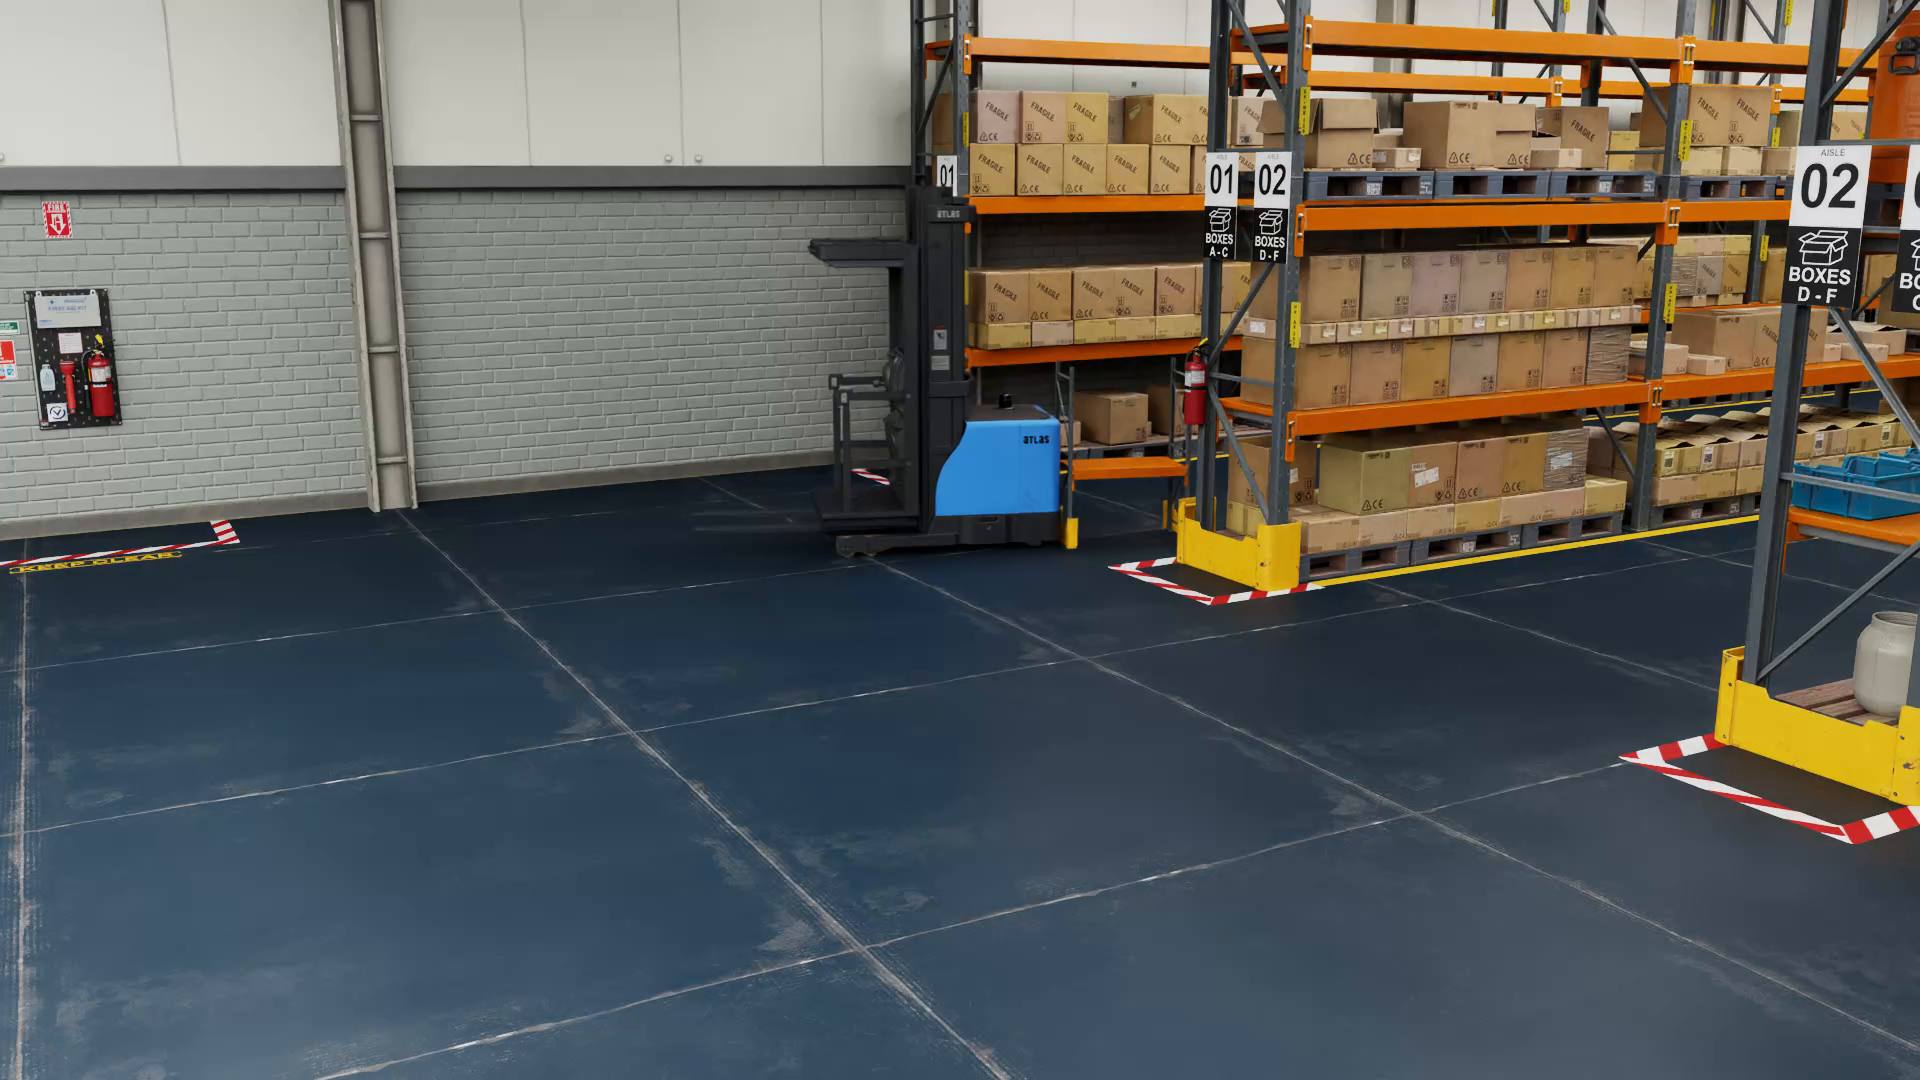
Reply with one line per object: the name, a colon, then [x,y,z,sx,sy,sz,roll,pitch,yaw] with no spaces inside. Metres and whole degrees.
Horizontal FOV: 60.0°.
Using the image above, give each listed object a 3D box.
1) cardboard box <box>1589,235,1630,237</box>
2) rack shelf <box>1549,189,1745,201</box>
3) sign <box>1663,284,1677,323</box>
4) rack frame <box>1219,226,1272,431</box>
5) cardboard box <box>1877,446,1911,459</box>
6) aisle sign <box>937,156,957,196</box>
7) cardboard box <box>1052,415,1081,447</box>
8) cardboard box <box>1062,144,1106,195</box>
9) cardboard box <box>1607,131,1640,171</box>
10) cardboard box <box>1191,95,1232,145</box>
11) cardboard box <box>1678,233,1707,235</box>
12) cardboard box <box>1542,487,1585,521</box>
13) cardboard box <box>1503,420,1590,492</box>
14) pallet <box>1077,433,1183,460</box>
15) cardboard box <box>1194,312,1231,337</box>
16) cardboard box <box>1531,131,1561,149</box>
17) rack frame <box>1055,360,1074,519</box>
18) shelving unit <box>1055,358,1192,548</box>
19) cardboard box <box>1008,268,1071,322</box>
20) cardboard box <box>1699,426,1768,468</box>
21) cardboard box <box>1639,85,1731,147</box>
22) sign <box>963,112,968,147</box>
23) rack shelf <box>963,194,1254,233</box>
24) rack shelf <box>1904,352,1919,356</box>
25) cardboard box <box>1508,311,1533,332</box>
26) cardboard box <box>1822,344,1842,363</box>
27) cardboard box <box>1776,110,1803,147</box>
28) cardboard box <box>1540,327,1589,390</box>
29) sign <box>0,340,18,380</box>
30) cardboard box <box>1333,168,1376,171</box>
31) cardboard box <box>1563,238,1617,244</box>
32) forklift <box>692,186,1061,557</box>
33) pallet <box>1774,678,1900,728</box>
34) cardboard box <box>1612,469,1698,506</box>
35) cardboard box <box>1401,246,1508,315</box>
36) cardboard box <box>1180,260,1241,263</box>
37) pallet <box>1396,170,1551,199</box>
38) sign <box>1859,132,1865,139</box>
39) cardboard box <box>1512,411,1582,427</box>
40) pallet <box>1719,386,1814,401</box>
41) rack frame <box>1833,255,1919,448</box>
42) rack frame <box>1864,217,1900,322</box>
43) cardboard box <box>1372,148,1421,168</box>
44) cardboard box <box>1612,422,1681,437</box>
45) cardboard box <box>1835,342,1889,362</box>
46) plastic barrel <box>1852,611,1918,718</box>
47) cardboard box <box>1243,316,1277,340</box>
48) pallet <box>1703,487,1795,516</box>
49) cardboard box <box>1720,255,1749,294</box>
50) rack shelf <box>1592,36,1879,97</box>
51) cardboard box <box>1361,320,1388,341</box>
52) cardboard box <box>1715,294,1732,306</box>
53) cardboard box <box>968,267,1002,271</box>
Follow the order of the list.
cardboard box: [8.443,-3.831,21.639,0.500,0.250,0.500,-7,15,-29]
rack shelf: [8.569,-4.325,21.303,4.000,0.370,1.077,-7,14,-28]
sign: [5.947,-1.982,13.931,0.005,0.325,0.100,-7,14,-28]
rack frame: [3.303,-2.582,18.749,0.127,3.000,1.000,-7,14,-28]
cardboard box: [8.846,-0.809,16.180,0.500,0.250,0.500,-6,14,-27]
aisle sign: [-0.127,-3.364,16.303,0.004,0.787,0.394,-7,14,-28]
cardboard box: [0.943,-1.179,17.639,0.500,0.311,0.500,-6,14,-23]
cardboard box: [1.148,-3.775,16.946,0.500,0.500,0.500,-6,14,-25]
cardboard box: [8.144,-4.913,21.046,0.500,0.500,0.700,-6,14,-25]
cardboard box: [2.515,-4.426,17.564,0.500,0.500,0.500,-6,14,-25]
cardboard box: [9.796,-3.995,22.369,0.500,0.250,0.500,-6,14,-26]
cardboard box: [4.934,-0.349,14.135,0.500,0.250,0.500,-7,14,-28]
cardboard box: [4.933,-0.715,14.055,0.500,0.500,0.500,-7,14,-28]
pallet: [1.658,-1.015,18.137,1.213,0.211,1.003,-7,14,-28]
cardboard box: [2.591,-2.359,18.056,0.500,0.250,0.500,-7,14,-28]
cardboard box: [4.638,-3.262,13.866,0.500,0.311,0.500,-8,15,-31]
rack frame: [0.867,-0.726,13.918,0.032,1.500,0.500,-2,13,-11]
shelving unit: [1.375,-0.748,14.015,1.083,1.500,0.587,-2,13,-11]
cardboard box: [0.794,-2.506,16.999,0.500,0.500,0.500,-7,14,-28]
cardboard box: [7.058,-0.866,15.155,0.500,0.311,0.500,-7,15,-30]
cardboard box: [6.240,-3.646,14.322,0.500,0.500,0.500,-7,14,-27]
sign: [0.052,-3.946,15.989,0.005,0.325,0.100,-7,14,-28]
rack shelf: [1.548,-3.484,17.564,4.000,0.370,1.077,-7,14,-28]
rack shelf: [10.946,-1.908,17.393,4.000,0.370,1.077,-7,14,-28]
cardboard box: [4.429,-1.790,13.524,0.250,0.149,0.380,-6,14,-26]
cardboard box: [8.098,-1.781,15.762,0.250,0.149,0.380,-6,14,-24]
cardboard box: [11.085,-5.454,22.129,0.500,0.500,0.500,-7,14,-28]
cardboard box: [4.834,-1.572,14.033,0.500,0.500,0.700,-7,14,-28]
sign: [-7.996,-1.497,13.846,0.234,0.329,0.001,-7,14,-28]
cardboard box: [4.362,-4.313,18.858,0.500,0.311,0.500,-6,14,-26]
cardboard box: [7.807,-3.627,20.734,0.500,0.250,0.500,-7,14,-29]
forklift: [-0.722,-1.419,13.740,3.031,2.935,1.130,-2,13,-8]
pallet: [5.299,1.007,9.153,1.213,0.211,1.003,-7,14,-28]
cardboard box: [6.153,-0.486,14.741,0.500,0.250,0.500,-7,15,-29]
cardboard box: [3.972,-2.103,13.439,0.500,0.500,0.700,-7,14,-28]
cardboard box: [2.790,-2.875,18.640,0.500,0.500,0.500,-7,15,-29]
pallet: [3.874,-2.826,13.202,1.213,0.211,1.003,-7,14,-28]
sign: [8.933,-3.869,16.458,0.005,0.325,0.100,-7,14,-28]
cardboard box: [5.123,-0.868,14.734,0.500,0.500,0.500,-7,14,-28]
pallet: [11.030,-2.128,23.083,1.213,0.211,1.003,-7,14,-28]
rack frame: [9.191,-2.048,16.379,0.127,3.000,1.000,-7,14,-28]
rack frame: [13.836,-3.844,24.358,0.127,3.000,1.000,-7,14,-28]
cardboard box: [3.286,-2.910,12.675,0.250,0.149,0.380,-7,14,-28]
cardboard box: [6.352,-0.918,15.386,0.500,0.311,0.500,-6,14,-26]
cardboard box: [8.534,-1.778,15.749,0.250,0.149,0.380,-7,14,-28]
plastic barrel: [5.080,0.673,8.996,0.421,0.512,0.421,0,13,0]
cardboard box: [2.413,-1.649,12.899,0.250,0.149,0.380,-7,15,-29]
pallet: [7.380,-0.481,15.767,1.213,0.211,1.003,-7,14,-28]
cardboard box: [10.041,-3.530,22.011,0.500,0.500,0.500,-7,15,-29]
rack shelf: [7.435,-4.219,14.908,4.000,0.370,1.077,-7,14,-28]
cardboard box: [3.067,-1.626,12.797,0.250,0.149,0.380,-7,14,-28]
cardboard box: [9.954,-3.189,21.975,0.250,0.149,0.380,-7,14,-27]
cardboard box: [0.104,-2.554,17.213,0.500,0.500,0.500,-7,14,-28]
